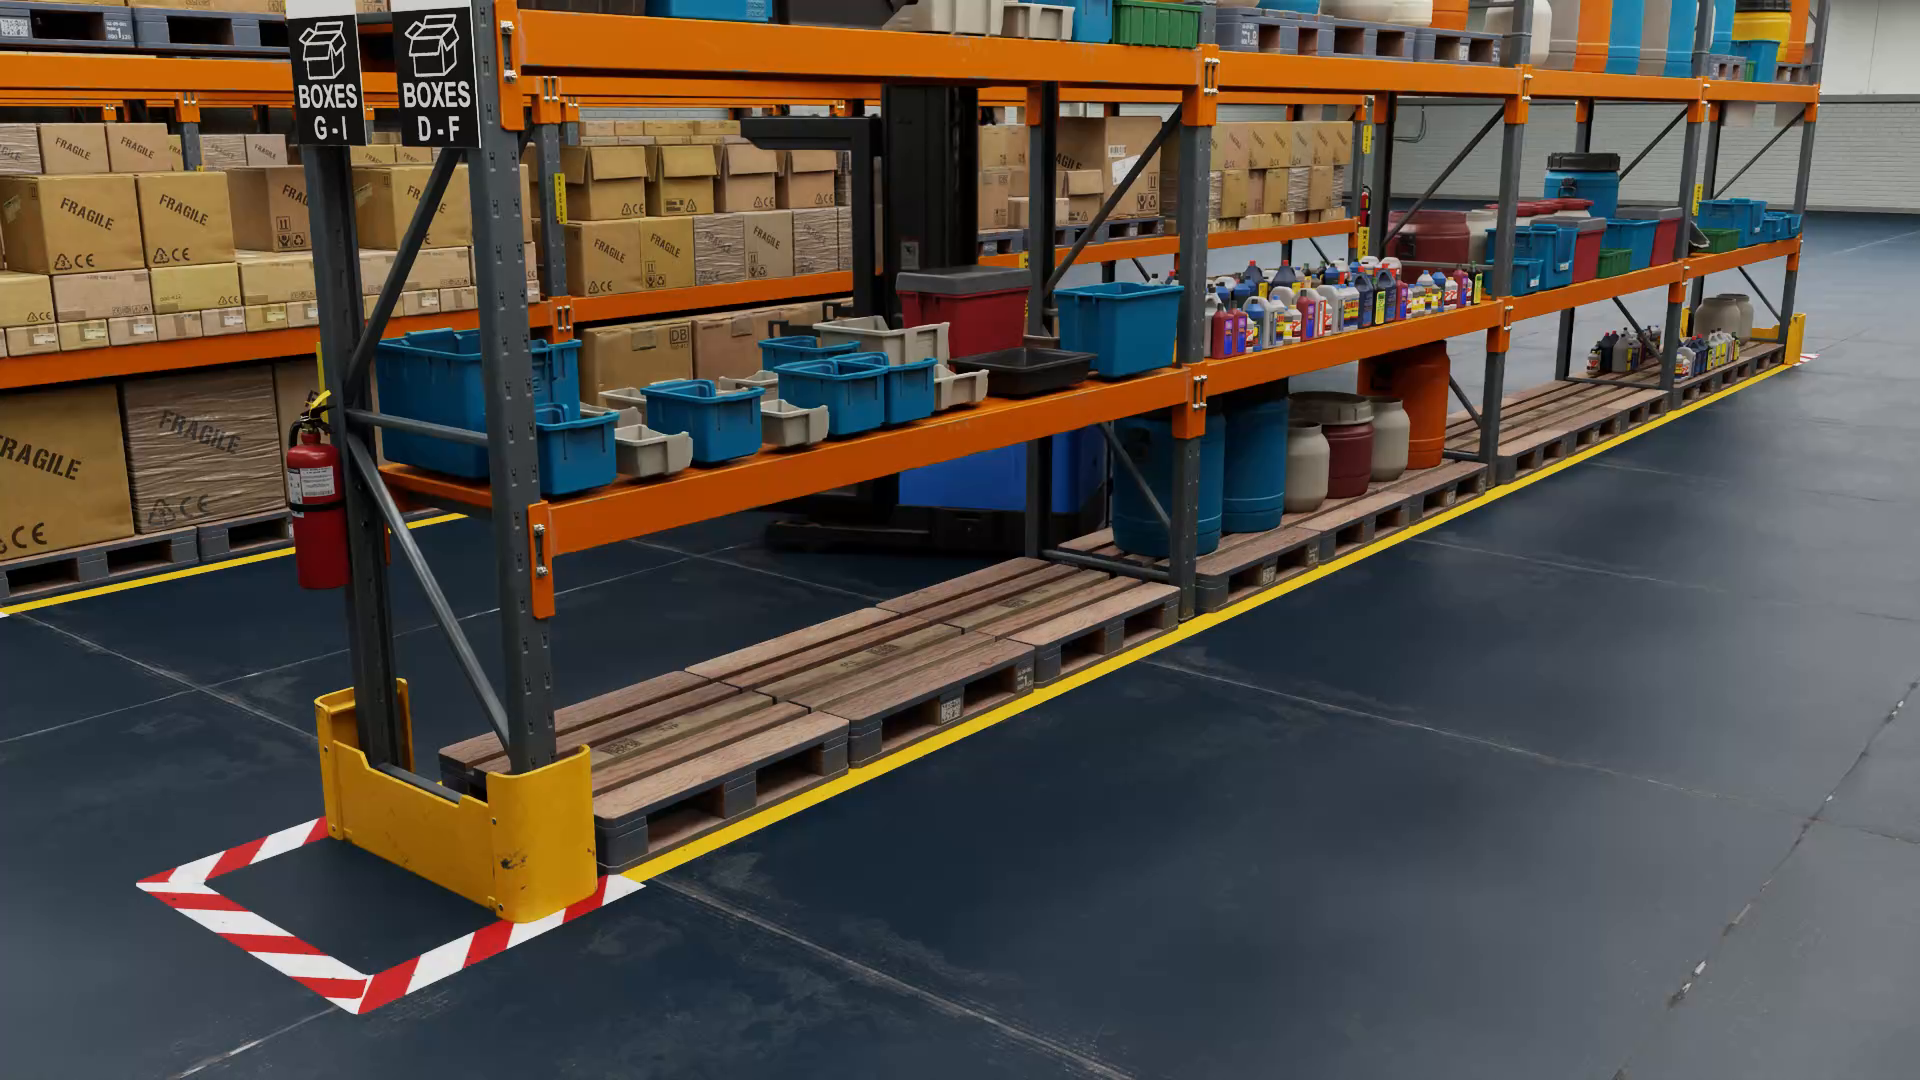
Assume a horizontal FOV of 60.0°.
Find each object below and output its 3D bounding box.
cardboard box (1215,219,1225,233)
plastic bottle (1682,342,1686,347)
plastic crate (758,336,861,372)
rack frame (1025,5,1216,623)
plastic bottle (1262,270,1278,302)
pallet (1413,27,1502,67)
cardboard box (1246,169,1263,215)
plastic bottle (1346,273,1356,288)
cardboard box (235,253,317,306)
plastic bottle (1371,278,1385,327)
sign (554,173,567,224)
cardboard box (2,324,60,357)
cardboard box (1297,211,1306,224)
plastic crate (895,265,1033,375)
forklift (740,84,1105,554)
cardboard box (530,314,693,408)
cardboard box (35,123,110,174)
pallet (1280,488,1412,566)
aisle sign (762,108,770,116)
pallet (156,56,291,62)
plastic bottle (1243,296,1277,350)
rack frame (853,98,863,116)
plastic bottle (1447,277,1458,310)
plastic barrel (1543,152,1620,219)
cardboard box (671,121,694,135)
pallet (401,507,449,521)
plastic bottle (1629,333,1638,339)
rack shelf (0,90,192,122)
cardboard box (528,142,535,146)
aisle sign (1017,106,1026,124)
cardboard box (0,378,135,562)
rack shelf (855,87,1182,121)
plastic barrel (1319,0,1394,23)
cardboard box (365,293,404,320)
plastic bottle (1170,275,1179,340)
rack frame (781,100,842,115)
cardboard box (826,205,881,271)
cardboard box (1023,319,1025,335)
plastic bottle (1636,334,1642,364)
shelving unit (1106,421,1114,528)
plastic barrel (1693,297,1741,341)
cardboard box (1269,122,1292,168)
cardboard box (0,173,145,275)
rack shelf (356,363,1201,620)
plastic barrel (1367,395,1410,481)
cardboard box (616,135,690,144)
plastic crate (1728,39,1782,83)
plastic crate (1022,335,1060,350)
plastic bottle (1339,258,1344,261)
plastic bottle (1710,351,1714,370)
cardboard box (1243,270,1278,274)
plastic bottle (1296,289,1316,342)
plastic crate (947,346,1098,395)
[{"bbox_3d":[2.626,-3.389,17.880,0.380,0.149,0.250,11,18,38],"label":"cardboard box"},{"bbox_3d":[6.634,-1.679,15.287,0.097,0.271,0.097,0,14,0],"label":"plastic bottle"},{"bbox_3d":[-0.644,-0.734,7.138,0.416,0.233,0.300,11,18,38],"label":"plastic crate"},{"bbox_3d":[0.778,-1.119,8.436,1.000,3.000,0.127,11,18,38],"label":"rack frame"},{"bbox_3d":[1.897,-1.527,10.292,0.152,0.276,0.135,11,18,38],"label":"plastic bottle"},{"bbox_3d":[2.735,-3.116,10.588,1.003,0.211,1.213,11,18,38],"label":"pallet"},{"bbox_3d":[2.862,-3.889,18.530,0.875,0.500,0.500,11,18,38],"label":"cardboard box"},{"bbox_3d":[2.587,-1.652,10.936,0.097,0.201,0.097,0,14,0],"label":"plastic bottle"},{"bbox_3d":[-4.113,-1.538,9.786,0.500,0.250,0.500,11,18,36],"label":"cardboard box"},{"bbox_3d":[2.451,-1.405,9.799,0.061,0.283,0.133,11,18,38],"label":"plastic bottle"},{"bbox_3d":[-2.642,-2.258,11.000,0.100,0.325,0.005,11,18,38],"label":"sign"},{"bbox_3d":[-4.948,-1.064,8.729,0.380,0.149,0.250,11,18,37],"label":"cardboard box"},{"bbox_3d":[3.816,-3.785,19.440,0.380,0.149,0.250,11,18,38],"label":"cardboard box"},{"bbox_3d":[0.022,-1.047,7.900,0.402,0.464,0.583,11,18,38],"label":"plastic crate"},{"bbox_3d":[-0.671,-1.476,9.978,3.031,2.935,1.130,3,15,13],"label":"forklift"},{"bbox_3d":[-2.688,-1.185,12.158,1.225,0.875,0.875,11,18,38],"label":"cardboard box"},{"bbox_3d":[-7.274,-3.118,13.467,0.500,0.500,0.500,11,18,36],"label":"cardboard box"},{"bbox_3d":[2.062,-0.144,10.259,1.003,0.211,1.213,11,18,38],"label":"pallet"},{"bbox_3d":[-2.976,-6.944,26.086,0.394,0.787,0.004,11,18,38],"label":"aisle sign"},{"bbox_3d":[-6.398,-4.137,14.605,1.213,0.211,1.003,11,18,38],"label":"pallet"},{"bbox_3d":[1.595,-1.159,8.844,0.152,0.276,0.135,11,18,38],"label":"plastic bottle"},{"bbox_3d":[-0.560,-2.652,14.469,1.000,3.000,0.127,11,18,38],"label":"rack frame"},{"bbox_3d":[3.138,-1.582,10.661,0.097,0.201,0.097,0,14,0],"label":"plastic bottle"},{"bbox_3d":[5.328,-2.867,14.298,0.600,0.901,0.708,11,18,38],"label":"plastic barrel"},{"bbox_3d":[-4.377,-5.979,24.730,0.700,0.500,0.500,11,18,37],"label":"cardboard box"},{"bbox_3d":[-3.613,-0.401,11.271,1.003,0.211,1.213,11,18,38],"label":"pallet"},{"bbox_3d":[6.416,-1.841,15.917,0.152,0.276,0.135,12,18,39],"label":"plastic bottle"},{"bbox_3d":[-8.126,-3.395,12.762,1.077,0.370,4.000,11,18,38],"label":"rack shelf"},{"bbox_3d":[-5.866,-5.223,22.932,0.500,0.500,0.500,11,18,37],"label":"cardboard box"},{"bbox_3d":[0.951,-6.198,23.148,0.394,0.787,0.004,11,18,38],"label":"aisle sign"},{"bbox_3d":[-5.248,-0.428,9.179,0.875,0.875,0.875,11,18,38],"label":"cardboard box"},{"bbox_3d":[0.697,-4.140,15.695,1.077,0.370,4.000,11,18,38],"label":"rack shelf"},{"bbox_3d":[2.295,-3.246,9.585,0.433,0.535,0.433,0,14,0],"label":"plastic barrel"},{"bbox_3d":[-3.658,-1.458,10.279,0.380,0.149,0.250,12,18,39],"label":"cardboard box"},{"bbox_3d":[1.214,-1.300,9.246,0.144,0.351,0.185,11,18,38],"label":"plastic bottle"},{"bbox_3d":[-1.840,-4.205,20.582,1.000,3.000,0.127,11,18,38],"label":"rack frame"},{"bbox_3d":[-0.995,-2.473,13.561,0.500,0.500,0.500,11,18,37],"label":"cardboard box"},{"bbox_3d":[0.184,-1.893,15.665,0.700,0.500,0.500,9,17,33],"label":"cardboard box"},{"bbox_3d":[6.406,-1.803,15.753,0.061,0.283,0.133,11,18,38],"label":"plastic bottle"},{"bbox_3d":[1.052,-0.565,10.214,0.215,1.050,0.252,9,17,31],"label":"shelving unit"},{"bbox_3d":[7.651,-2.181,16.816,0.421,0.512,0.421,0,14,0],"label":"plastic barrel"},{"bbox_3d":[3.368,-4.431,18.634,0.500,0.500,0.500,11,18,38],"label":"cardboard box"},{"bbox_3d":[-4.762,-1.700,8.901,0.500,0.500,0.500,11,18,36],"label":"cardboard box"},{"bbox_3d":[-0.479,-0.387,7.017,1.077,0.370,4.000,11,18,38],"label":"rack shelf"},{"bbox_3d":[2.713,-0.665,10.847,0.421,0.512,0.421,0,14,0],"label":"plastic barrel"},{"bbox_3d":[-3.427,-4.252,18.533,0.700,0.500,0.500,11,18,37],"label":"cardboard box"},{"bbox_3d":[7.356,-4.451,15.494,0.392,0.384,0.575,11,18,38],"label":"plastic crate"},{"bbox_3d":[0.375,-0.953,8.197,0.396,0.136,0.243,11,18,38],"label":"plastic crate"},{"bbox_3d":[2.527,-1.740,11.116,0.061,0.283,0.133,11,18,38],"label":"plastic bottle"},{"bbox_3d":[6.951,-1.685,15.454,0.097,0.201,0.097,0,14,0],"label":"plastic bottle"},{"bbox_3d":[3.713,-2.939,19.823,0.500,0.500,0.500,-10,17,-35],"label":"cardboard box"},{"bbox_3d":[1.899,-1.237,9.136,0.061,0.283,0.133,11,18,38],"label":"plastic bottle"},{"bbox_3d":[0.284,-0.759,7.455,0.437,0.125,0.590,11,18,38],"label":"plastic crate"}]
